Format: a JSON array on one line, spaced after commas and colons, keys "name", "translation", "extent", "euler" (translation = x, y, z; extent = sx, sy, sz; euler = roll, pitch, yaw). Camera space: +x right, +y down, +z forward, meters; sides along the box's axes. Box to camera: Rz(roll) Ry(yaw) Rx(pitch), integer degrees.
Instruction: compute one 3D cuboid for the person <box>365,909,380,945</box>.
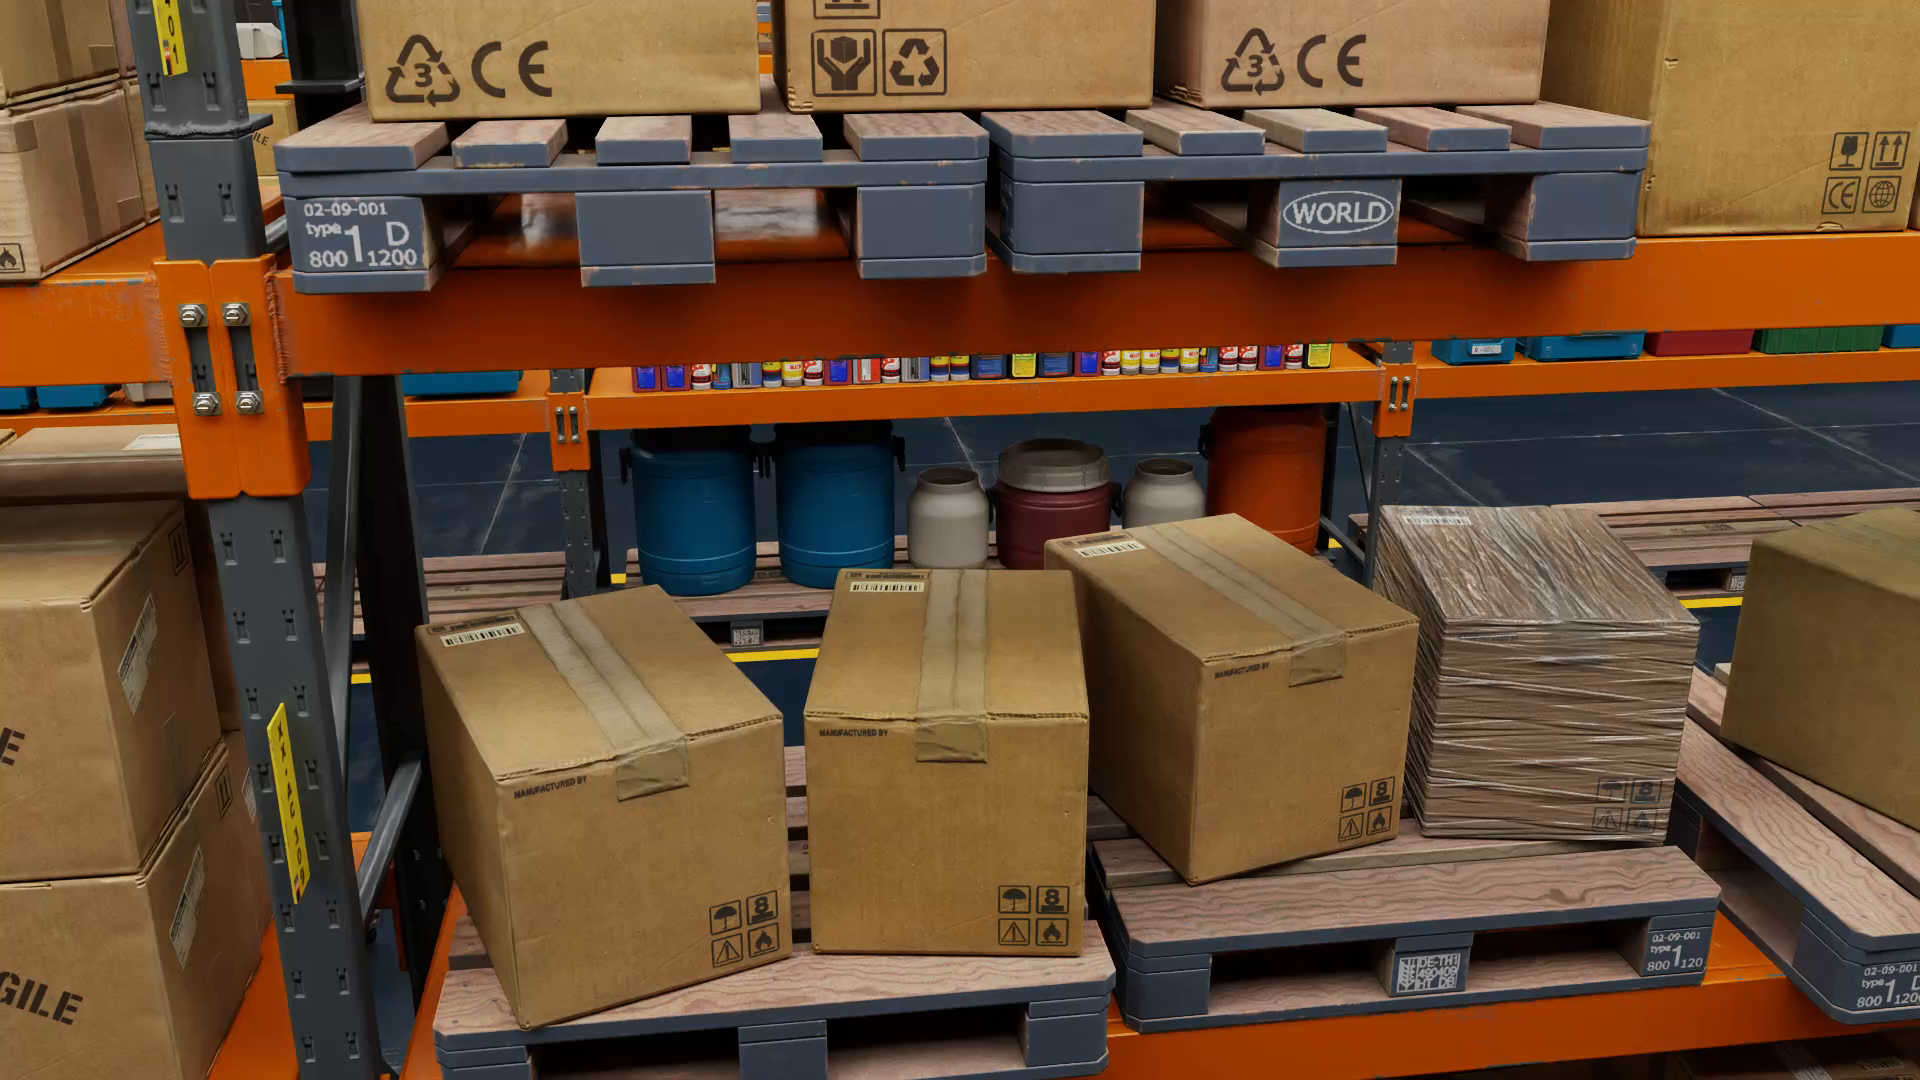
[{"name": "person", "translation": [-2.432, 0.641, 5.295], "extent": [0.949, 1.673, 0.539], "euler": [-5, 20, -13]}]
